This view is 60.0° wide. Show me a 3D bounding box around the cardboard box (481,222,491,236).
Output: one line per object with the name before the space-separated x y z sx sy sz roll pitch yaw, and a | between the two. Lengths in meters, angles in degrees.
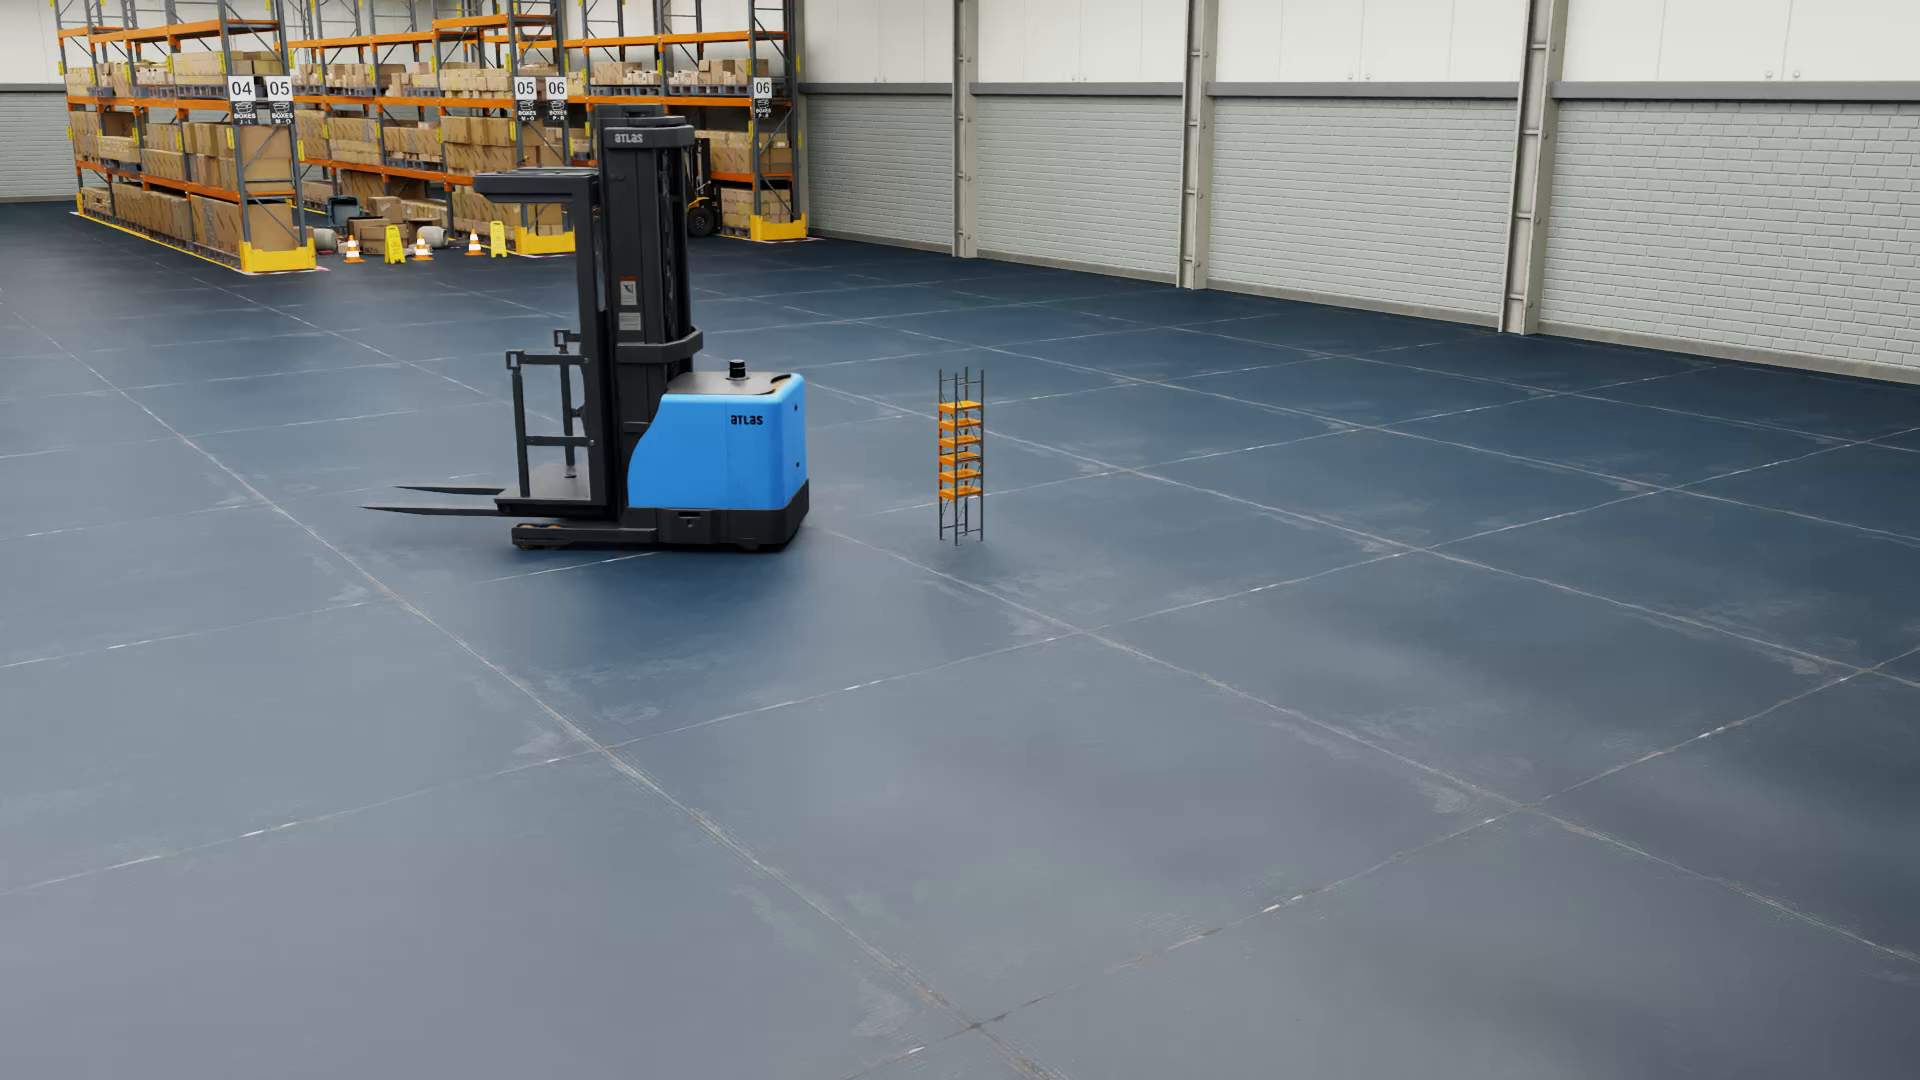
cardboard box | -9.067 -6.124 32.683 0.500 0.250 0.500 -12 19 -37

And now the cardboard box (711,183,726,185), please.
cardboard box | -5.347 -7.697 36.537 0.500 0.250 0.500 -11 19 -35

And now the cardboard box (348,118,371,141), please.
cardboard box | -13.870 -9.527 38.621 0.500 0.500 0.500 -11 19 -35

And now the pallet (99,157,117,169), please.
pallet | -18.432 -8.389 36.906 1.003 0.211 1.213 -11 19 -35

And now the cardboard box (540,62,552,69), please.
cardboard box | -10.571 -12.093 42.538 0.396 0.266 0.258 -11 19 -35

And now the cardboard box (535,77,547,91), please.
cardboard box | -7.844 -8.561 31.211 0.500 0.250 0.500 -11 19 -36

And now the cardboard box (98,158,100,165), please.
cardboard box | -19.361 -8.608 37.822 0.380 0.149 0.250 -11 19 -36

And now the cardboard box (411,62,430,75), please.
cardboard box | -11.177 -9.885 34.870 0.500 0.250 0.500 -10 18 -34

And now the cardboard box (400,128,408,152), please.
cardboard box | -11.760 -8.642 35.922 0.500 0.500 0.500 -10 18 -34

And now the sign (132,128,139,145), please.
sign | -16.845 -8.247 33.981 0.100 0.325 0.005 -11 19 -35

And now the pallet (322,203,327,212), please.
pallet | -15.203 -8.286 41.451 1.003 0.211 1.213 -11 19 -35

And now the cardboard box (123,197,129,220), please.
cardboard box | -17.912 -7.242 36.294 0.500 0.500 0.500 -10 18 -34

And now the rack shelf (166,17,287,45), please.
rack shelf | -12.884 -8.885 29.114 1.077 0.370 4.000 -11 19 -35

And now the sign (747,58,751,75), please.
sign | -4.198 -9.420 33.102 0.100 0.325 0.005 -11 19 -35

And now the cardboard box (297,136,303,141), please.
cardboard box | -16.517 -9.997 42.230 0.500 0.500 0.500 -11 19 -35

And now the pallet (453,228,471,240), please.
pallet | -9.692 -6.266 34.068 1.003 0.211 1.213 -11 19 -35

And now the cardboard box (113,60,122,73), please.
cardboard box | -17.633 -9.994 35.089 0.396 0.266 0.258 -11 19 -35

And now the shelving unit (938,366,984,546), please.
shelving unit | 0.009 -0.576 11.406 0.258 1.200 0.189 -11 19 -35

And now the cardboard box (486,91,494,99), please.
cardboard box | -8.781 -8.473 31.646 0.380 0.149 0.250 -11 19 -35

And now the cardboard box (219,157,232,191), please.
cardboard box | -12.304 -6.363 28.858 0.875 0.550 0.550 -11 19 -35

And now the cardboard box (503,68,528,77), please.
cardboard box | -8.201 -8.631 30.712 0.380 0.149 0.250 -11 19 -34

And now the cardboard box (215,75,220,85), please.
cardboard box | -12.325 -7.753 28.030 0.380 0.149 0.250 -11 19 -34

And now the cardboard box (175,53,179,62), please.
cardboard box | -13.970 -8.735 30.106 0.380 0.149 0.250 -11 19 -35

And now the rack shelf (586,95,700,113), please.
rack shelf | -7.278 -10.047 38.281 1.077 0.370 4.000 -11 19 -35

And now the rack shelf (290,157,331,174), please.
rack shelf | -15.995 -9.537 42.101 1.077 0.370 4.000 -11 19 -35

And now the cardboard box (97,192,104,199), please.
cardboard box | -19.841 -8.028 38.705 0.380 0.149 0.250 -12 19 -37

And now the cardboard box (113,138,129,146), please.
cardboard box | -17.829 -8.491 35.471 0.380 0.149 0.250 -10 18 -32

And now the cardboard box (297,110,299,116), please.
cardboard box | -16.548 -10.816 42.100 0.380 0.149 0.250 -11 19 -34

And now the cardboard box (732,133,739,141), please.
cardboard box | -4.478 -8.313 34.287 0.380 0.149 0.250 -10 18 -33

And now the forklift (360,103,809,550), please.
forklift | -2.642 -1.483 11.444 3.031 2.935 1.130 1 15 5

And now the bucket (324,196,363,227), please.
bucket | -12.115 -6.442 32.751 0.726 0.611 0.620 -4 6 -15

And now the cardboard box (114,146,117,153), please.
cardboard box | -17.831 -8.347 35.510 0.380 0.149 0.250 -10 18 -33

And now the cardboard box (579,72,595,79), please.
cardboard box | -8.896 -11.112 39.775 0.380 0.149 0.250 -10 18 -33

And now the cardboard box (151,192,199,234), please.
cardboard box | -15.610 -6.600 33.474 1.050 0.750 0.750 -11 19 -34

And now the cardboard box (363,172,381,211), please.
cardboard box | -13.327 -8.132 38.834 0.875 0.875 0.875 -11 19 -34

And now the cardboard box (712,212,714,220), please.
cardboard box | -5.178 -6.916 35.578 0.500 0.250 0.500 -10 18 -33

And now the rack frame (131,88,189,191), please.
rack frame | -16.412 -7.813 34.439 1.000 3.000 0.127 -11 19 -35

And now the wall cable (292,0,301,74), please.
wall cable | -20.134 -14.492 47.477 2.355 3.000 0.029 -11 19 -35

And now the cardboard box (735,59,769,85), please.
cardboard box | -4.208 -9.468 33.631 0.500 0.500 0.500 -10 18 -33

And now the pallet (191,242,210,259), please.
pallet | -13.676 -5.439 31.049 1.003 0.211 1.213 -11 19 -35

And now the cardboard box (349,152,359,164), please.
cardboard box | -13.894 -8.919 38.766 0.500 0.250 0.500 -11 19 -35

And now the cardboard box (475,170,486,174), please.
cardboard box | -9.274 -7.186 32.626 0.380 0.149 0.250 -11 19 -35

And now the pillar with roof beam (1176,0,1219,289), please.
pillar with roof beam | 0.142 -7.617 22.360 9.100 9.000 0.400 -11 19 -35

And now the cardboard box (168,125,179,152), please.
cardboard box | -14.958 -7.812 32.352 0.700 0.500 0.500 -11 19 -34

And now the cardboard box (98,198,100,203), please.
cardboard box | -20.196 -8.069 39.418 0.380 0.149 0.250 -10 18 -32

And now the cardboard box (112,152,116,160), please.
cardboard box | -17.987 -8.260 35.755 0.380 0.149 0.250 -12 19 -37

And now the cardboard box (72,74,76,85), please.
cardboard box | -20.473 -10.781 38.941 0.500 0.250 0.500 -11 19 -34

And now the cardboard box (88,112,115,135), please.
cardboard box | -19.567 -9.509 37.989 0.500 0.500 0.500 -12 19 -36

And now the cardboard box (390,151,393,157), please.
cardboard box | -12.427 -8.586 36.944 0.380 0.149 0.250 -12 19 -38

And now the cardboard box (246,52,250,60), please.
cardboard box | -12.092 -8.348 28.695 0.380 0.149 0.250 -11 19 -34

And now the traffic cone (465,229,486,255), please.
traffic cone | -9.060 -5.562 31.022 0.336 0.463 0.334 -11 19 -35

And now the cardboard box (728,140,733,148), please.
cardboard box | -4.595 -8.227 34.534 0.380 0.149 0.250 -11 19 -35

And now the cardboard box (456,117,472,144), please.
cardboard box | -9.476 -8.071 32.736 0.700 0.500 0.500 -11 19 -36

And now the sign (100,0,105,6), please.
sign | -20.655 -13.023 40.043 0.100 0.325 0.005 -11 19 -35

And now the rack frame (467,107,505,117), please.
rack frame | -13.158 -11.082 46.384 1.000 3.000 0.127 -11 19 -35
